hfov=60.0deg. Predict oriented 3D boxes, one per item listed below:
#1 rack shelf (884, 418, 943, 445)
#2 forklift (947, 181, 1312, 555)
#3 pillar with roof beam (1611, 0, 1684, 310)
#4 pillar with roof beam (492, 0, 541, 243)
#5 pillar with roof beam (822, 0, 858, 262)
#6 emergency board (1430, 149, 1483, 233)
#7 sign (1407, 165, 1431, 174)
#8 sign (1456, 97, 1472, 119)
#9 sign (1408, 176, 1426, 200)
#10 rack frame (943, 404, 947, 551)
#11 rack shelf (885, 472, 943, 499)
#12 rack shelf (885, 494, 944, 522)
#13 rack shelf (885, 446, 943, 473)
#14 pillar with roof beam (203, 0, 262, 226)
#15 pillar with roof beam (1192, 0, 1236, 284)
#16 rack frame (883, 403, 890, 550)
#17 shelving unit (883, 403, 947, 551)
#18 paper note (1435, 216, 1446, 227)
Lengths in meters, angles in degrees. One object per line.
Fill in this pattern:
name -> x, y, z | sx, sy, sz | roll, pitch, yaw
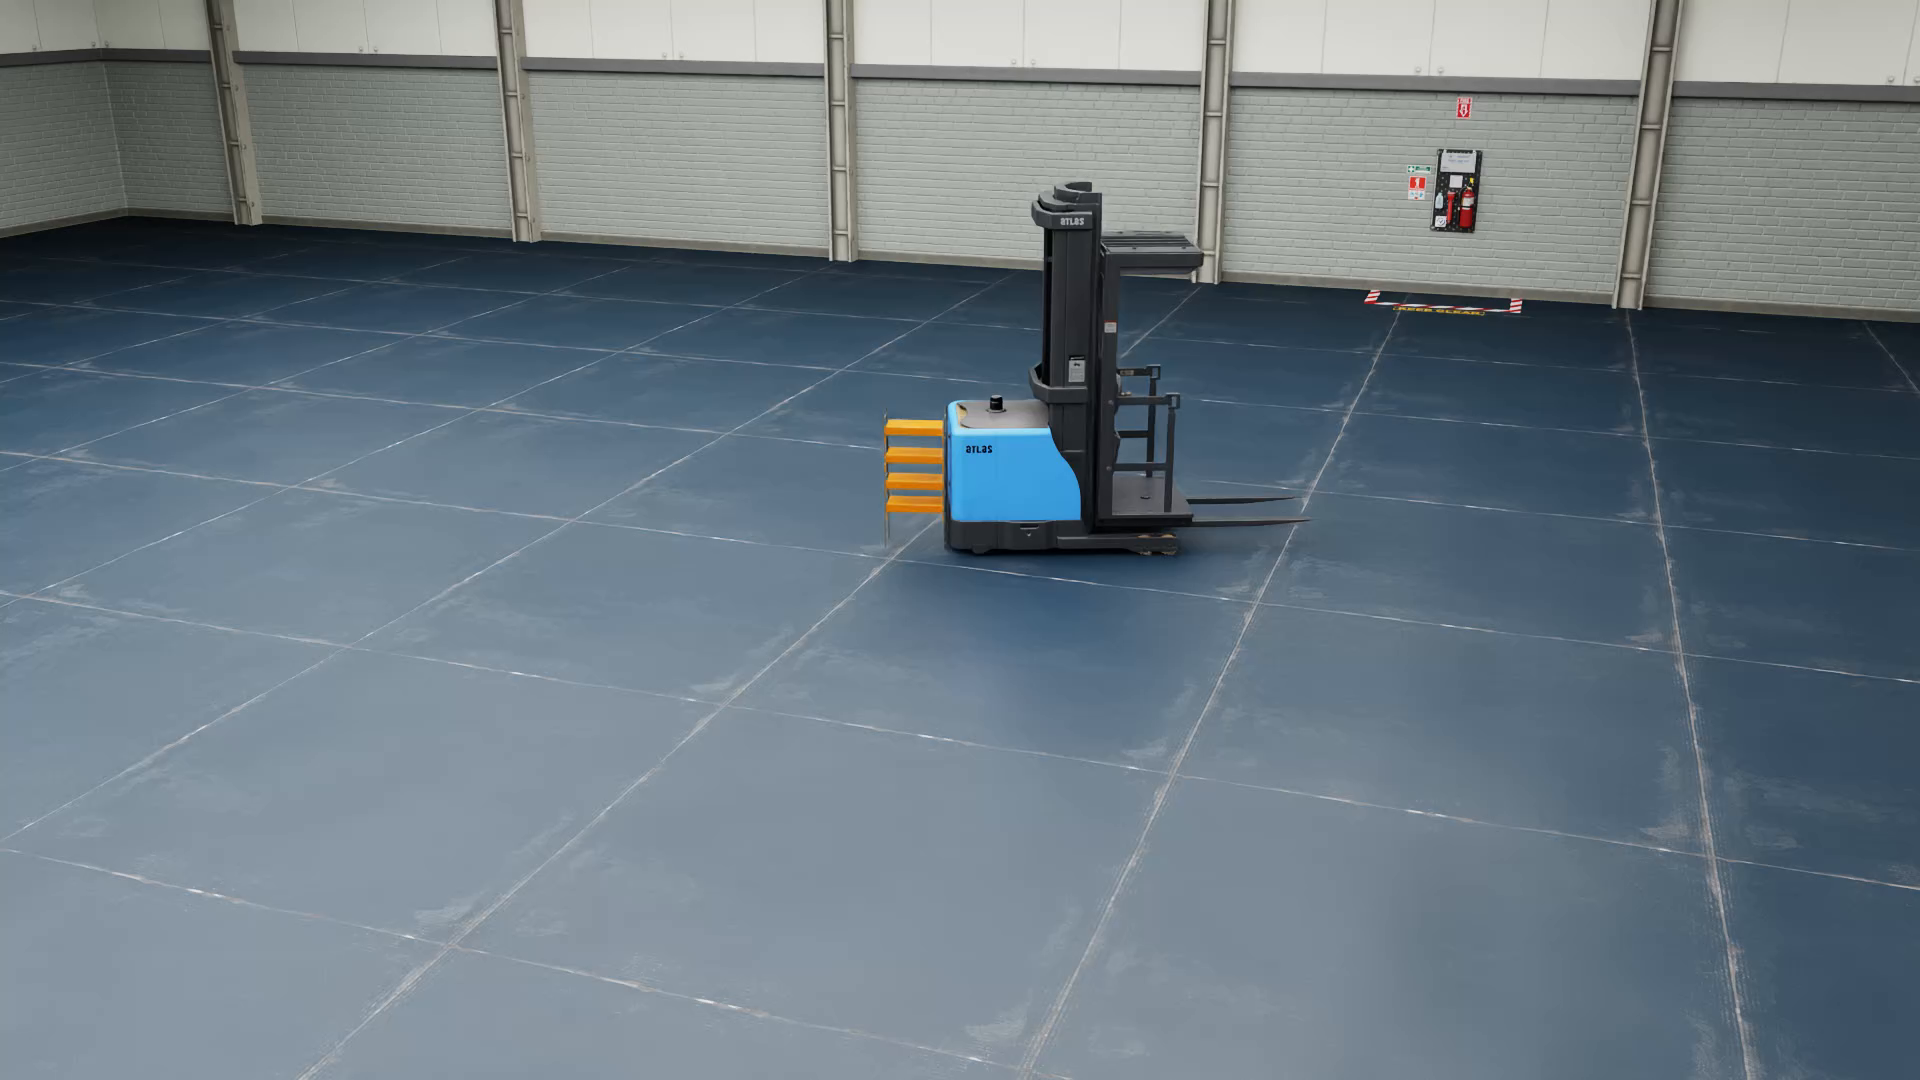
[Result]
rack shelf -> -0.367, -0.888, 13.608 | 0.480, 0.148, 0.258 | 1, 19, 4
forklift -> 1.416, -1.432, 13.731 | 3.031, 2.935, 1.130 | -1, 19, -2
pillar with roof beam -> 8.021, -6.206, 18.210 | 0.400, 9.000, 9.100 | 7, 20, 18
pillar with roof beam -> -8.982, -8.151, 23.788 | 0.400, 9.000, 9.100 | 7, 20, 18
pillar with roof beam -> -3.314, -7.503, 21.929 | 0.400, 9.000, 9.100 | 7, 20, 18
emergency board -> 7.112, -4.991, 23.837 | 0.643, 1.169, 0.194 | 7, 20, 18
sign -> 6.625, -5.347, 23.998 | 0.331, 0.109, 0.001 | 7, 20, 18
sign -> 7.137, -6.117, 23.547 | 0.199, 0.298, 0.001 | 7, 20, 18
sign -> 6.624, -5.100, 24.095 | 0.234, 0.329, 0.001 | 7, 20, 18
rack frame -> -0.123, -0.511, 13.720 | 0.015, 1.200, 0.240 | 1, 19, 4
rack shelf -> -0.367, -0.454, 13.759 | 0.480, 0.148, 0.258 | 1, 19, 4
rack shelf -> -0.367, -0.266, 13.825 | 0.480, 0.148, 0.258 | 1, 19, 4
rack shelf -> -0.367, -0.665, 13.686 | 0.480, 0.148, 0.258 | 1, 19, 4
pillar with roof beam -> -14.650, -8.799, 25.647 | 0.400, 9.000, 9.100 | 7, 20, 18
pillar with roof beam -> 2.353, -6.855, 20.069 | 0.400, 9.000, 9.100 | 7, 20, 18
rack frame -> -0.610, -0.523, 13.754 | 0.015, 1.200, 0.240 | 1, 19, 4
shelving unit -> -0.367, -0.517, 13.737 | 0.503, 1.200, 0.258 | 1, 19, 4
paper note -> 6.968, -4.616, 24.099 | 0.142, 0.148, 0.016 | 7, 20, 18
